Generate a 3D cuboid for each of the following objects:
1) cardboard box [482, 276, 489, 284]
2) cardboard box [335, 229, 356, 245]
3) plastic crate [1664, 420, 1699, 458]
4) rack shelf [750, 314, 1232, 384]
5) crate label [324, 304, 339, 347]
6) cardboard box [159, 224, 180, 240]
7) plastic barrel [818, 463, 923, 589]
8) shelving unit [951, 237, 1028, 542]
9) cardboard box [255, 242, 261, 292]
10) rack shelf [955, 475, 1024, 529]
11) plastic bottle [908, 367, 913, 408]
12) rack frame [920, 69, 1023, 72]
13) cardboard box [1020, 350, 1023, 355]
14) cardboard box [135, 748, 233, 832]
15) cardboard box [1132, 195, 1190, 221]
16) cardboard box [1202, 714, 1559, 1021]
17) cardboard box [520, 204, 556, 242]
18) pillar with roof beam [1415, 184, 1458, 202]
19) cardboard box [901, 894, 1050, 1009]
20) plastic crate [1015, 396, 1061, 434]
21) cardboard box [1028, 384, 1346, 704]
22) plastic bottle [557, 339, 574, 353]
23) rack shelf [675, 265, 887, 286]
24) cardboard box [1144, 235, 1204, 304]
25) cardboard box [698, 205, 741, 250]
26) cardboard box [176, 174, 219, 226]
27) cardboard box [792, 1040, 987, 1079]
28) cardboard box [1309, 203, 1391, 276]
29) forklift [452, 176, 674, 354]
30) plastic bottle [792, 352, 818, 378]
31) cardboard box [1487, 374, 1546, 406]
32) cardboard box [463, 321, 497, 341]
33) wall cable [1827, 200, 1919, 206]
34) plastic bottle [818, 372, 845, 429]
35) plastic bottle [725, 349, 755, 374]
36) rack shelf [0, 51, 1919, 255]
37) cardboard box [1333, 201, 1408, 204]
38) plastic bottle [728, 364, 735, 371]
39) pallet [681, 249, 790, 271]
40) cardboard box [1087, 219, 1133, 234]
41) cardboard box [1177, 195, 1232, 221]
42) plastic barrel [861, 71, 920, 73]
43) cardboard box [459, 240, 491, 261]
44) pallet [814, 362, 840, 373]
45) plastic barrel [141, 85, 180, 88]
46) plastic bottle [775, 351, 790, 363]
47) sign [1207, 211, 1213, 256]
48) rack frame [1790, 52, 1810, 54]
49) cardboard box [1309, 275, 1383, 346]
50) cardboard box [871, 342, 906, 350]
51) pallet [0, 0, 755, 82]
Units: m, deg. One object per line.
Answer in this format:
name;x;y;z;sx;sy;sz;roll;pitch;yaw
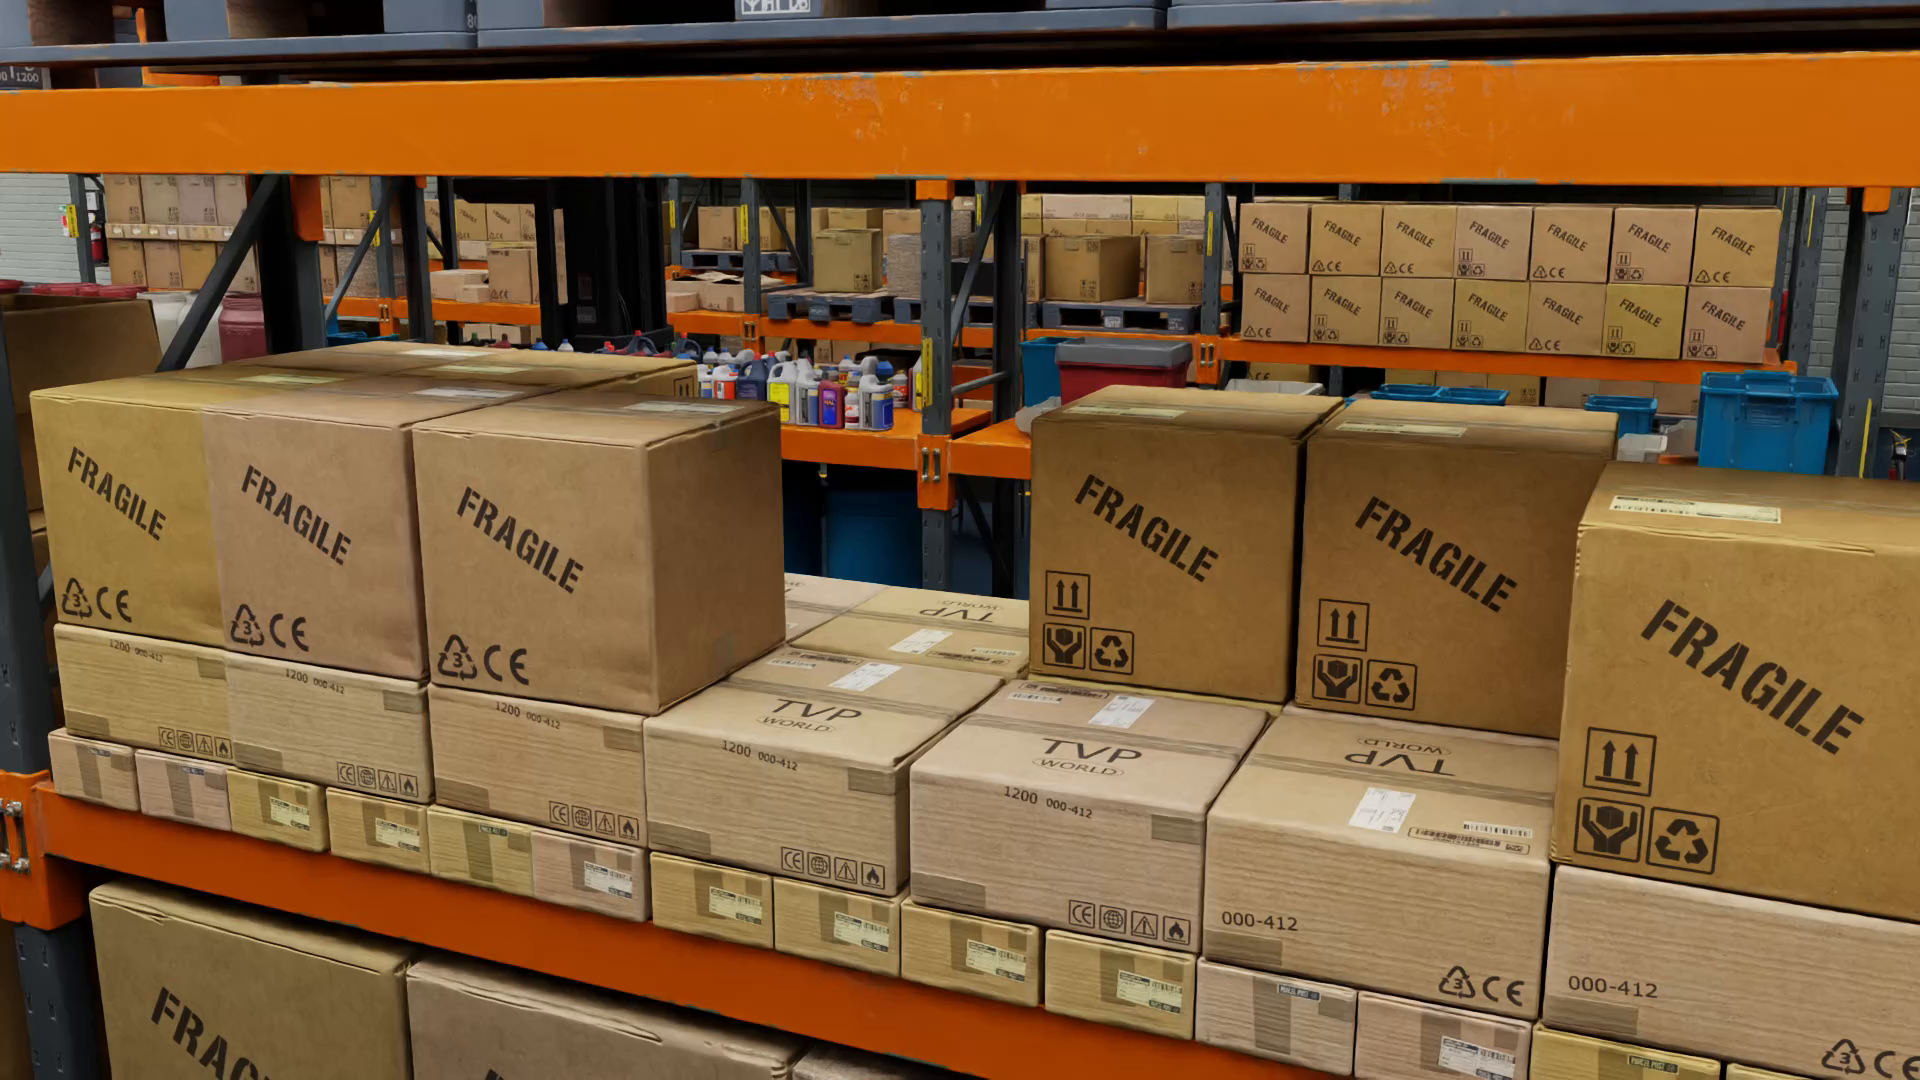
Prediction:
cardboard box;-4.359;-2.456;15.948;0.258;0.266;0.396;5;14;22
cardboard box;-5.797;-2.932;16.046;0.250;0.149;0.380;5;14;22
plastic crate;3.373;-0.459;7.590;0.298;0.136;0.250;6;14;23
rack shelf;0.249;-1.659;13.832;4.000;0.370;1.077;6;14;23
crate label;-4.388;-1.325;10.759;0.616;0.435;0.502;6;14;23
cardboard box;-7.923;-3.146;16.958;0.250;0.149;0.380;6;14;22
plastic barrel;-0.423;-0.026;8.975;0.708;0.901;0.600;6;14;23
shelving unit;0.151;-1.007;11.450;0.503;2.100;0.431;6;14;23
cardboard box;-6.587;-2.747;16.677;0.500;0.500;0.700;6;14;24
rack shelf;0.151;-0.312;11.613;0.480;0.518;0.431;6;14;23
plastic bottle;-0.217;-0.868;9.144;0.133;0.283;0.061;6;14;23
rack frame;0.068;-3.710;7.868;0.127;3.000;1.000;6;14;23
cardboard box;1.043;-2.291;18.740;0.750;0.750;0.750;6;14;22
cardboard box;-1.562;0.488;3.657;0.250;0.149;0.380;5;14;21
cardboard box;2.154;-3.560;17.807;0.500;0.250;0.500;5;14;22
cardboard box;0.705;0.507;2.706;0.500;0.250;0.500;6;14;22
cardboard box;-5.182;-4.022;20.971;0.500;0.500;0.500;6;15;25
pillar with roof beam;3.327;-4.996;13.348;0.400;9.000;9.100;6;14;23
cardboard box;0.088;0.655;2.946;0.250;0.149;0.380;6;14;23
plastic crate;0.435;-0.617;8.266;0.243;0.136;0.396;6;14;23
cardboard box;0.456;-0.015;3.290;0.500;0.500;0.500;5;14;22
plastic bottle;-2.382;-1.077;10.059;0.097;0.271;0.097;0;13;0
rack shelf;-1.405;-3.064;19.820;4.000;0.370;1.077;6;14;23
cardboard box;1.735;-2.167;13.287;0.500;0.500;0.700;1;13;4
cardboard box;-2.782;-3.808;20.234;0.500;0.500;0.700;6;14;23
cardboard box;-7.480;-3.470;16.916;0.500;0.500;0.700;6;14;23
cardboard box;0.269;1.318;3.302;0.875;0.875;0.875;6;14;23
cardboard box;2.866;-2.209;12.196;0.500;0.500;0.500;5;14;21
forklift;-2.995;-1.636;12.310;3.031;2.935;1.130;4;14;17
plastic bottle;-0.847;-0.812;8.758;0.185;0.351;0.144;6;14;23
cardboard box;5.649;-1.660;16.818;0.500;0.500;0.700;6;15;25
cardboard box;-6.295;-2.791;22.008;0.500;0.311;0.500;4;14;17
wall cable;9.292;-3.062;16.015;1.851;1.984;0.084;6;14;23
plastic bottle;-0.653;-0.714;8.485;0.133;0.283;0.061;6;14;23
plastic bottle;-1.260;-0.959;9.546;0.135;0.276;0.152;6;14;23
rack shelf;-0.110;-0.680;3.095;4.000;0.370;1.077;6;14;23
cardboard box;3.114;-2.320;12.667;0.500;0.500;0.500;5;14;22
plastic bottle;-1.293;-0.895;9.436;0.097;0.201;0.097;0;13;0
pallet;-2.594;-3.404;20.117;1.213;0.211;1.003;6;14;23
cardboard box;1.692;-3.237;18.071;0.500;0.500;0.500;6;14;23
cardboard box;2.620;-3.513;17.606;0.500;0.250;0.500;6;15;24
plastic barrel;-0.312;-2.621;8.578;0.433;0.535;0.433;0;13;0
cardboard box;-6.093;-3.749;21.451;0.500;0.250;0.500;5;14;21
pallet;-1.402;-2.057;20.059;1.213;0.211;1.003;6;14;23
plastic barrel;-4.847;-2.622;10.097;0.301;0.262;0.301;0;13;0
plastic bottle;-1.048;-0.937;9.454;0.135;0.276;0.152;6;14;23
sign;1.856;-2.271;12.333;0.005;0.325;0.100;6;14;23
rack frame;7.738;-5.409;15.109;0.127;3.000;1.000;6;14;23
cardboard box;2.903;-1.722;12.307;0.500;0.500;0.500;6;15;24
cardboard box;-0.680;-2.354;19.728;0.500;0.500;0.700;6;14;23
pallet;-1.195;-1.094;3.480;1.213;0.211;1.003;6;14;23
